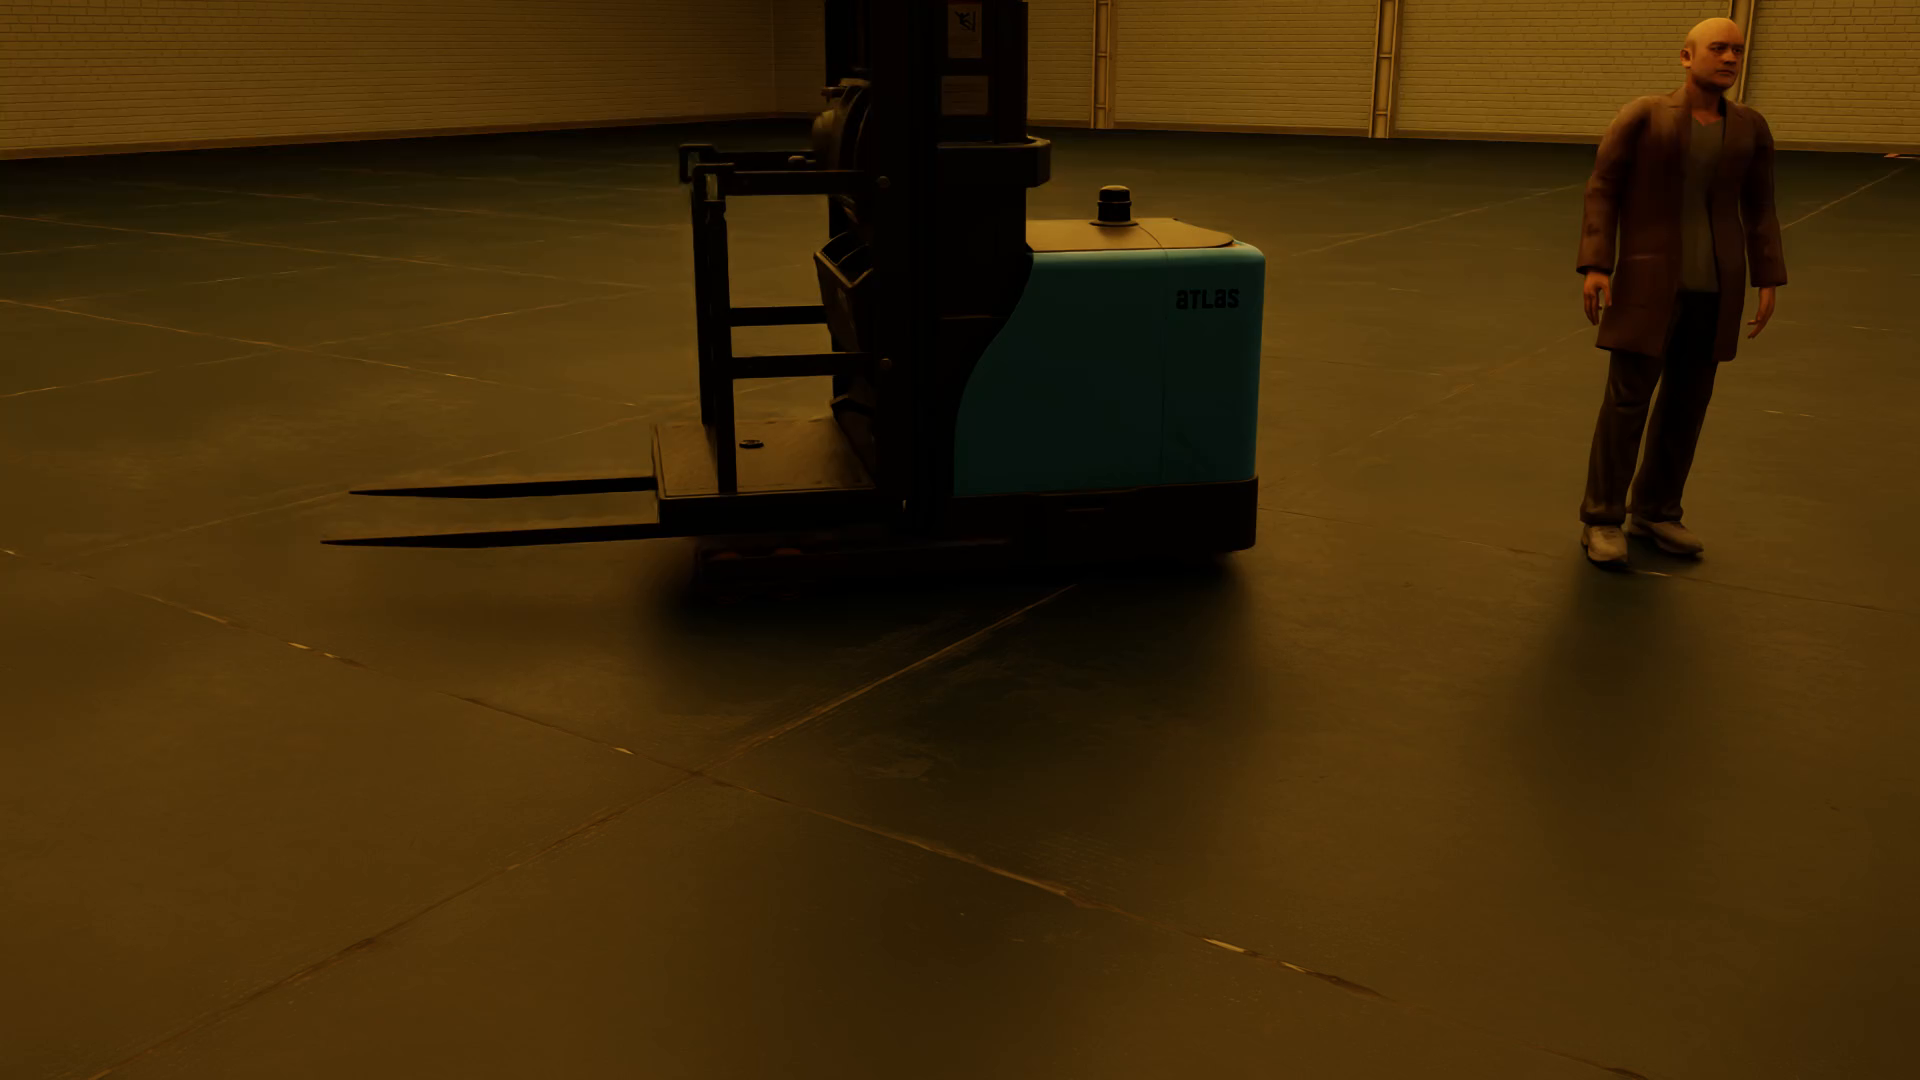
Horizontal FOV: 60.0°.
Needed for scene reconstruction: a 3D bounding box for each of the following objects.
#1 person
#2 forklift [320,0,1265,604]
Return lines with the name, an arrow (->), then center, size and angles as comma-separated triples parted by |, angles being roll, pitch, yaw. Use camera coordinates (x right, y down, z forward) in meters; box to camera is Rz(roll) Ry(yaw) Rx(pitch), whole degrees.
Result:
person -> 2.455, -0.828, 5.597 | 0.705, 1.780, 0.582 | 0, 17, 0
forklift -> -0.566, -1.365, 5.397 | 3.031, 2.935, 1.130 | -3, 17, -11
